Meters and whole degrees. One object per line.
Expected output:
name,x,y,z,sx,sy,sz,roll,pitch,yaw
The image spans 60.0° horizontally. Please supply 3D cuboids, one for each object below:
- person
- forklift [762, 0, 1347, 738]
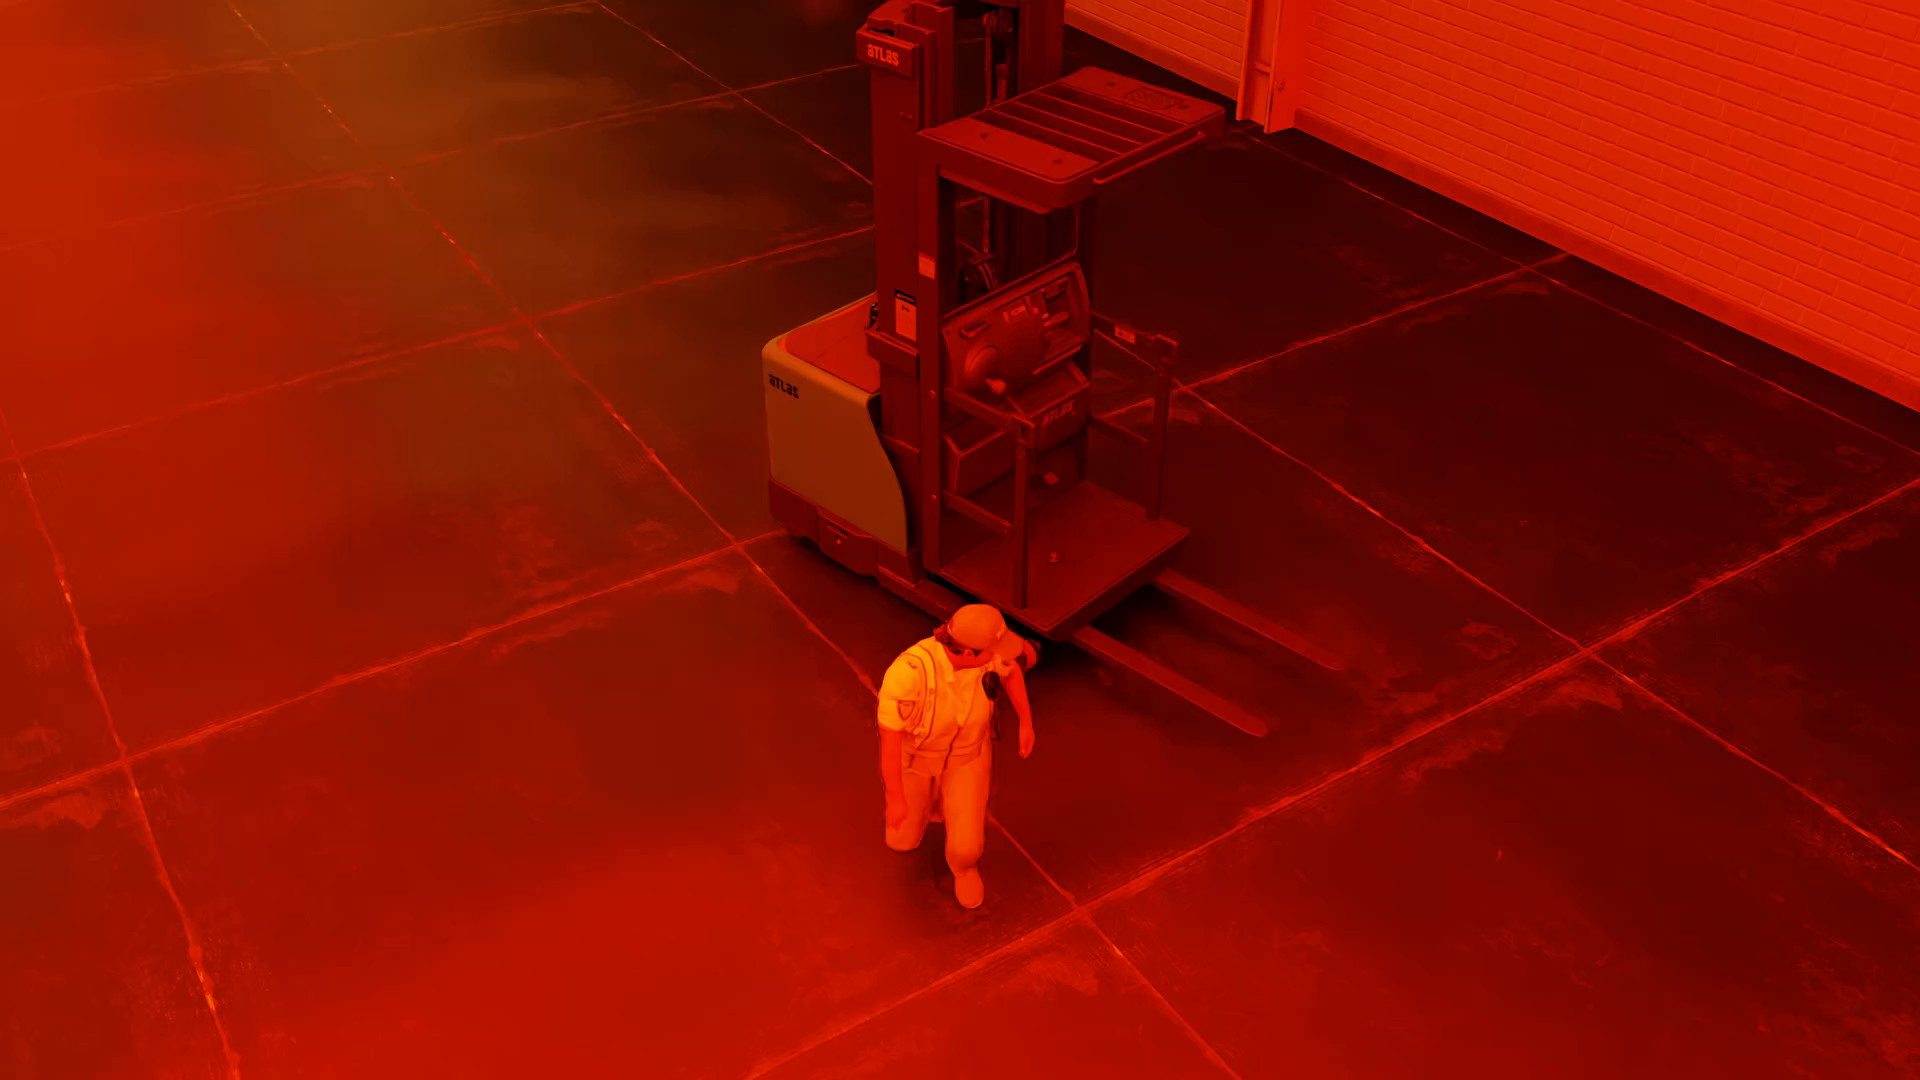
person,-0.014,0.750,6.406,0.633,1.452,0.683,-5,35,-7
forklift,0.419,-0.910,7.443,3.031,2.935,1.130,29,44,34
